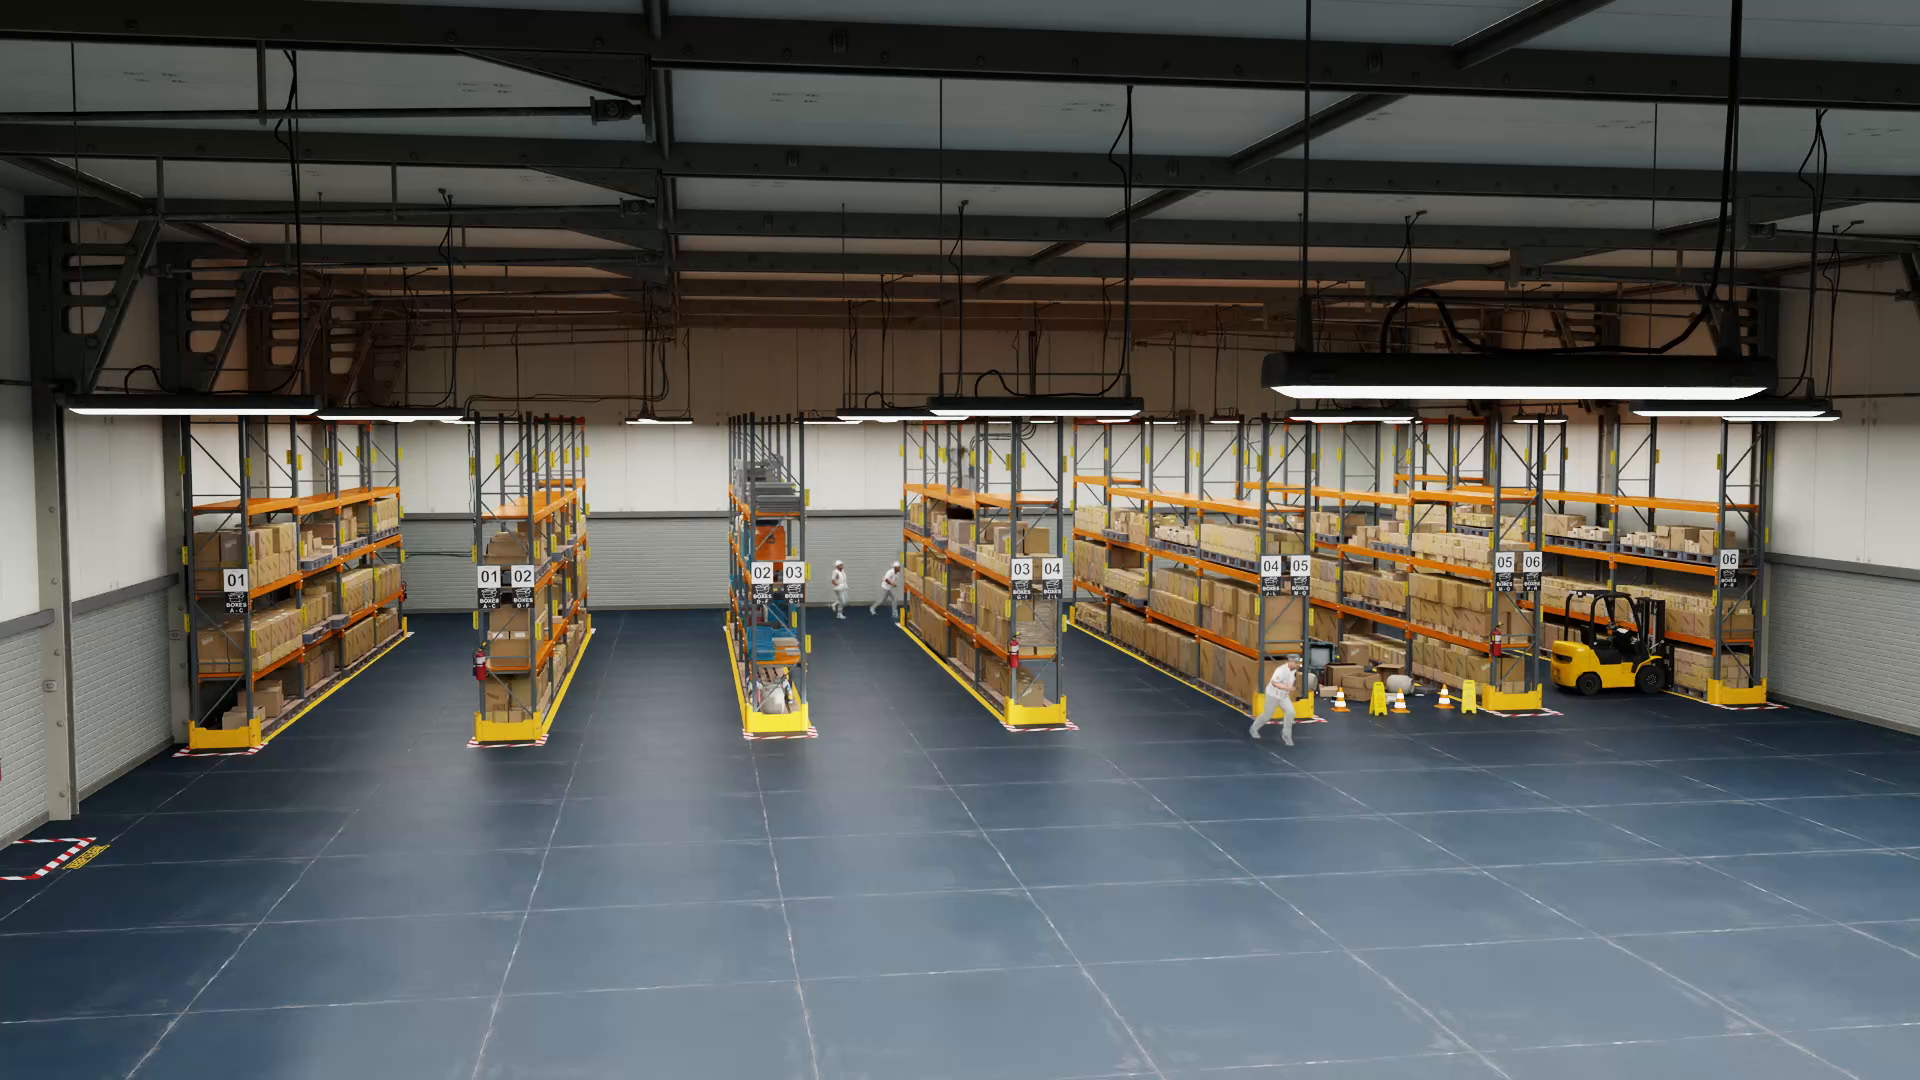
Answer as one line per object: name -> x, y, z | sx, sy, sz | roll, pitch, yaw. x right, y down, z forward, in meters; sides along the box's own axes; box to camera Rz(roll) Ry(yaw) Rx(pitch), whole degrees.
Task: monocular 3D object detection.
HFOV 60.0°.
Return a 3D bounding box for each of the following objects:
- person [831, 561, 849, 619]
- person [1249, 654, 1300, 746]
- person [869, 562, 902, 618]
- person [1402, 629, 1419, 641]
person -> -3.619, 1.482, 49.737 | 0.602, 1.737, 0.686 | 1, 4, 21
person -> 5.709, 2.882, 30.132 | 1.014, 1.719, 0.707 | 4, 5, 43
person -> -2.230, 1.506, 49.974 | 1.056, 1.714, 0.726 | 1, 4, 15
person -> 11.385, 1.998, 42.005 | 0.597, 1.702, 0.919 | -1, 4, -14
